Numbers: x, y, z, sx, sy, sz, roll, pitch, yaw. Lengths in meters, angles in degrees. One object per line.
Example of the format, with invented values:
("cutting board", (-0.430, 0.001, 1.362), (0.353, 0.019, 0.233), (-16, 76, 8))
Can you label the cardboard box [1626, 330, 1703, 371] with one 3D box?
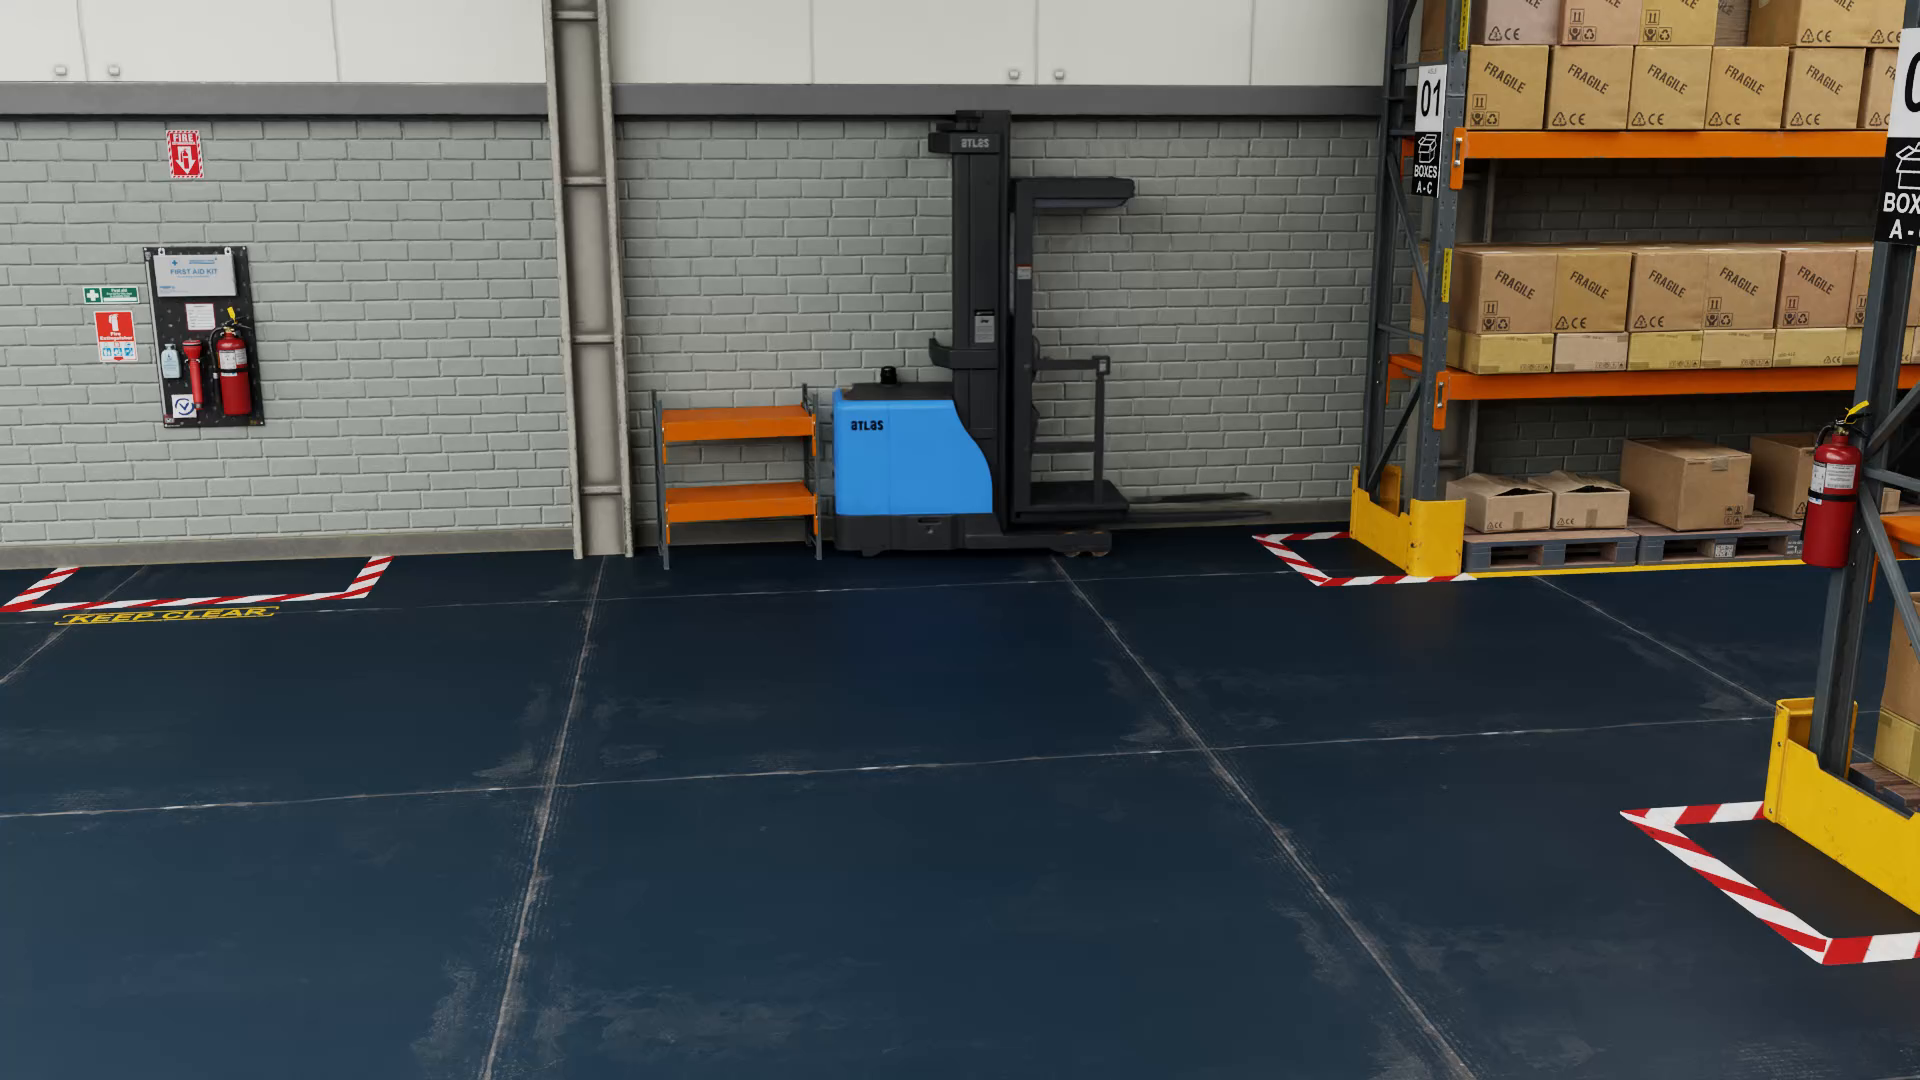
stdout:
("cardboard box", (4.487, -1.273, 10.897), (0.500, 0.250, 0.500), (-2, 14, -9))

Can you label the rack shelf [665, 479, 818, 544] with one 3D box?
("rack shelf", (-1.498, -0.201, 11.218), (1.000, 0.278, 0.538), (-4, 15, -14))

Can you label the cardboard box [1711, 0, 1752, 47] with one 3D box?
("cardboard box", (4.855, -3.483, 10.976), (0.500, 0.500, 0.500), (-2, 14, -8))

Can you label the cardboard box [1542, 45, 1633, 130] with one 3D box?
("cardboard box", (3.845, -2.831, 10.431), (0.500, 0.500, 0.500), (-1, 14, -5))

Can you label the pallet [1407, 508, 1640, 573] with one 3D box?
("pallet", (3.825, -0.026, 11.393), (1.213, 0.211, 1.003), (-2, 14, -8))

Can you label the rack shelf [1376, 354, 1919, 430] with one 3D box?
("rack shelf", (4.919, -1.079, 11.335), (4.000, 0.370, 1.077), (-2, 14, -8))

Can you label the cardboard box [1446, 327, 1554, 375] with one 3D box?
("cardboard box", (3.471, -1.233, 10.741), (0.500, 0.250, 0.500), (-3, 14, -10))

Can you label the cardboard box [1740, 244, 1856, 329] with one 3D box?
("cardboard box", (5.483, -1.674, 10.956), (0.500, 0.500, 0.500), (-3, 14, -10))

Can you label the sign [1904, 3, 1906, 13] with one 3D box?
("sign", (3.616, -2.141, 6.268), (0.005, 0.325, 0.100), (-2, 14, -8))

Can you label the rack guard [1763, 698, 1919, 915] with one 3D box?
("rack guard", (3.659, 1.050, 6.509), (0.348, 0.500, 1.175), (-2, 14, -8))

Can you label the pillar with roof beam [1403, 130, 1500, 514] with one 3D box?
("pillar with roof beam", (4.146, -3.463, 7.031), (0.400, 9.000, 9.100), (-2, 14, -8))

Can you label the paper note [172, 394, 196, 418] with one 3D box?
("paper note", (-5.063, -0.874, 10.850), (0.142, 0.148, 0.016), (-2, 14, -8))

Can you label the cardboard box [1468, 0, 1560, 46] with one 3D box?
("cardboard box", (3.358, -3.309, 10.281), (0.500, 0.500, 0.500), (-3, 14, -12))

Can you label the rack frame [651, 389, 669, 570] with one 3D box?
("rack frame", (-1.991, -0.408, 11.036), (0.032, 1.125, 0.500), (-4, 15, -14))

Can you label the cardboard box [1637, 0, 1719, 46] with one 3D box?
("cardboard box", (4.367, -3.336, 10.389), (0.500, 0.500, 0.500), (-2, 14, -7))

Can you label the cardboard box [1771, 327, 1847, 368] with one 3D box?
("cardboard box", (5.484, -1.309, 11.042), (0.500, 0.250, 0.500), (-2, 14, -9))

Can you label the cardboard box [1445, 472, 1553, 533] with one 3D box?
("cardboard box", (3.639, -0.268, 11.246), (0.500, 0.311, 0.500), (-4, 15, -15))

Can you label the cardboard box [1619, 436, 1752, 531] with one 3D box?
("cardboard box", (4.935, -0.395, 11.363), (0.500, 0.500, 0.700), (-3, 14, -12))

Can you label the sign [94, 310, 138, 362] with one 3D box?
("sign", (-5.440, -1.313, 10.717), (0.234, 0.329, 0.001), (-2, 14, -8))

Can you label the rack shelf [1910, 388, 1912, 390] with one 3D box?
("rack shelf", (8.874, -1.224, 11.913), (4.000, 0.370, 1.077), (-2, 14, -8))

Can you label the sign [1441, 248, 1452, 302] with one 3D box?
("sign", (3.022, -1.644, 10.333), (0.005, 0.325, 0.100), (-2, 14, -8))

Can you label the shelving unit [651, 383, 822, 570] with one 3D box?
("shelving unit", (-1.498, -0.439, 11.158), (1.048, 1.125, 0.538), (-4, 15, -14))

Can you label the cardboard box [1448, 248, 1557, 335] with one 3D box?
("cardboard box", (3.458, -1.601, 10.664), (0.500, 0.500, 0.500), (-2, 14, -8))

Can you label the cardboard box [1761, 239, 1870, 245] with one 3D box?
("cardboard box", (5.888, -1.816, 11.523), (0.500, 0.500, 0.500), (-2, 14, -9))

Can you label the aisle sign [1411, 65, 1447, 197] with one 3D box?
("aisle sign", (2.914, -2.541, 10.344), (0.004, 0.787, 0.394), (-2, 14, -8))

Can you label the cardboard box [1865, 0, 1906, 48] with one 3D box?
("cardboard box", (5.898, -3.392, 10.614), (0.500, 0.500, 0.500), (-1, 14, -5))

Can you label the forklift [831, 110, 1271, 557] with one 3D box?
("forklift", (0.621, -1.436, 11.424), (3.031, 2.935, 1.130), (-1, 14, -5))

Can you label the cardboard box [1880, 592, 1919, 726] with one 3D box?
("cardboard box", (4.169, 0.512, 6.763), (0.500, 0.500, 0.500), (-2, 14, -8))

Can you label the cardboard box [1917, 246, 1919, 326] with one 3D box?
("cardboard box", (6.475, -1.709, 11.097), (0.500, 0.500, 0.500), (-2, 14, -8))

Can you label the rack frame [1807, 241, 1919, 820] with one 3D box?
("rack frame", (3.683, -0.164, 6.208), (0.127, 3.000, 1.000), (-2, 14, -8))

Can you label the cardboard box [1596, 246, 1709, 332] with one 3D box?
("cardboard box", (4.460, -1.634, 10.795), (0.500, 0.500, 0.500), (-3, 14, -10))

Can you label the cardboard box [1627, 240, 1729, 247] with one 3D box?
("cardboard box", (4.883, -1.778, 11.370), (0.500, 0.500, 0.500), (-2, 14, -8))

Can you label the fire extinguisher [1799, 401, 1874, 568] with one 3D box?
("fire extinguisher", (3.497, -0.234, 6.646), (0.183, 0.674, 0.296), (-2, 14, -8))

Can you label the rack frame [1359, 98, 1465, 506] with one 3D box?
("rack frame", (2.941, -1.355, 10.959), (0.127, 3.000, 1.000), (-2, 14, -8))

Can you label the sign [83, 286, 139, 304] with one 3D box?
("sign", (-5.434, -1.568, 10.644), (0.331, 0.109, 0.001), (-2, 14, -8))

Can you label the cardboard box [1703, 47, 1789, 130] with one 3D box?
("cardboard box", (4.885, -2.875, 10.608), (0.500, 0.500, 0.500), (-1, 14, -5))

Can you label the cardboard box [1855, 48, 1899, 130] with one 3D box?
("cardboard box", (5.932, -2.920, 10.786), (0.500, 0.500, 0.500), (-3, 14, -13))

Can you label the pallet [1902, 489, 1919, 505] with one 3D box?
("pallet", (7.666, -0.176, 11.990), (1.213, 0.211, 1.003), (-2, 14, -8))

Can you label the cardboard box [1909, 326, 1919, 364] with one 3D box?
("cardboard box", (6.473, -1.347, 11.193), (0.500, 0.250, 0.500), (-2, 14, -8))

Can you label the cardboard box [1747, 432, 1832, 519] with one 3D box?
("cardboard box", (5.876, -0.454, 11.599), (0.500, 0.500, 0.500), (-3, 14, -13))

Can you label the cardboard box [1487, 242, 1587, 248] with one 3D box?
("cardboard box", (3.875, -1.740, 11.219), (0.500, 0.500, 0.500), (-2, 14, -8))
